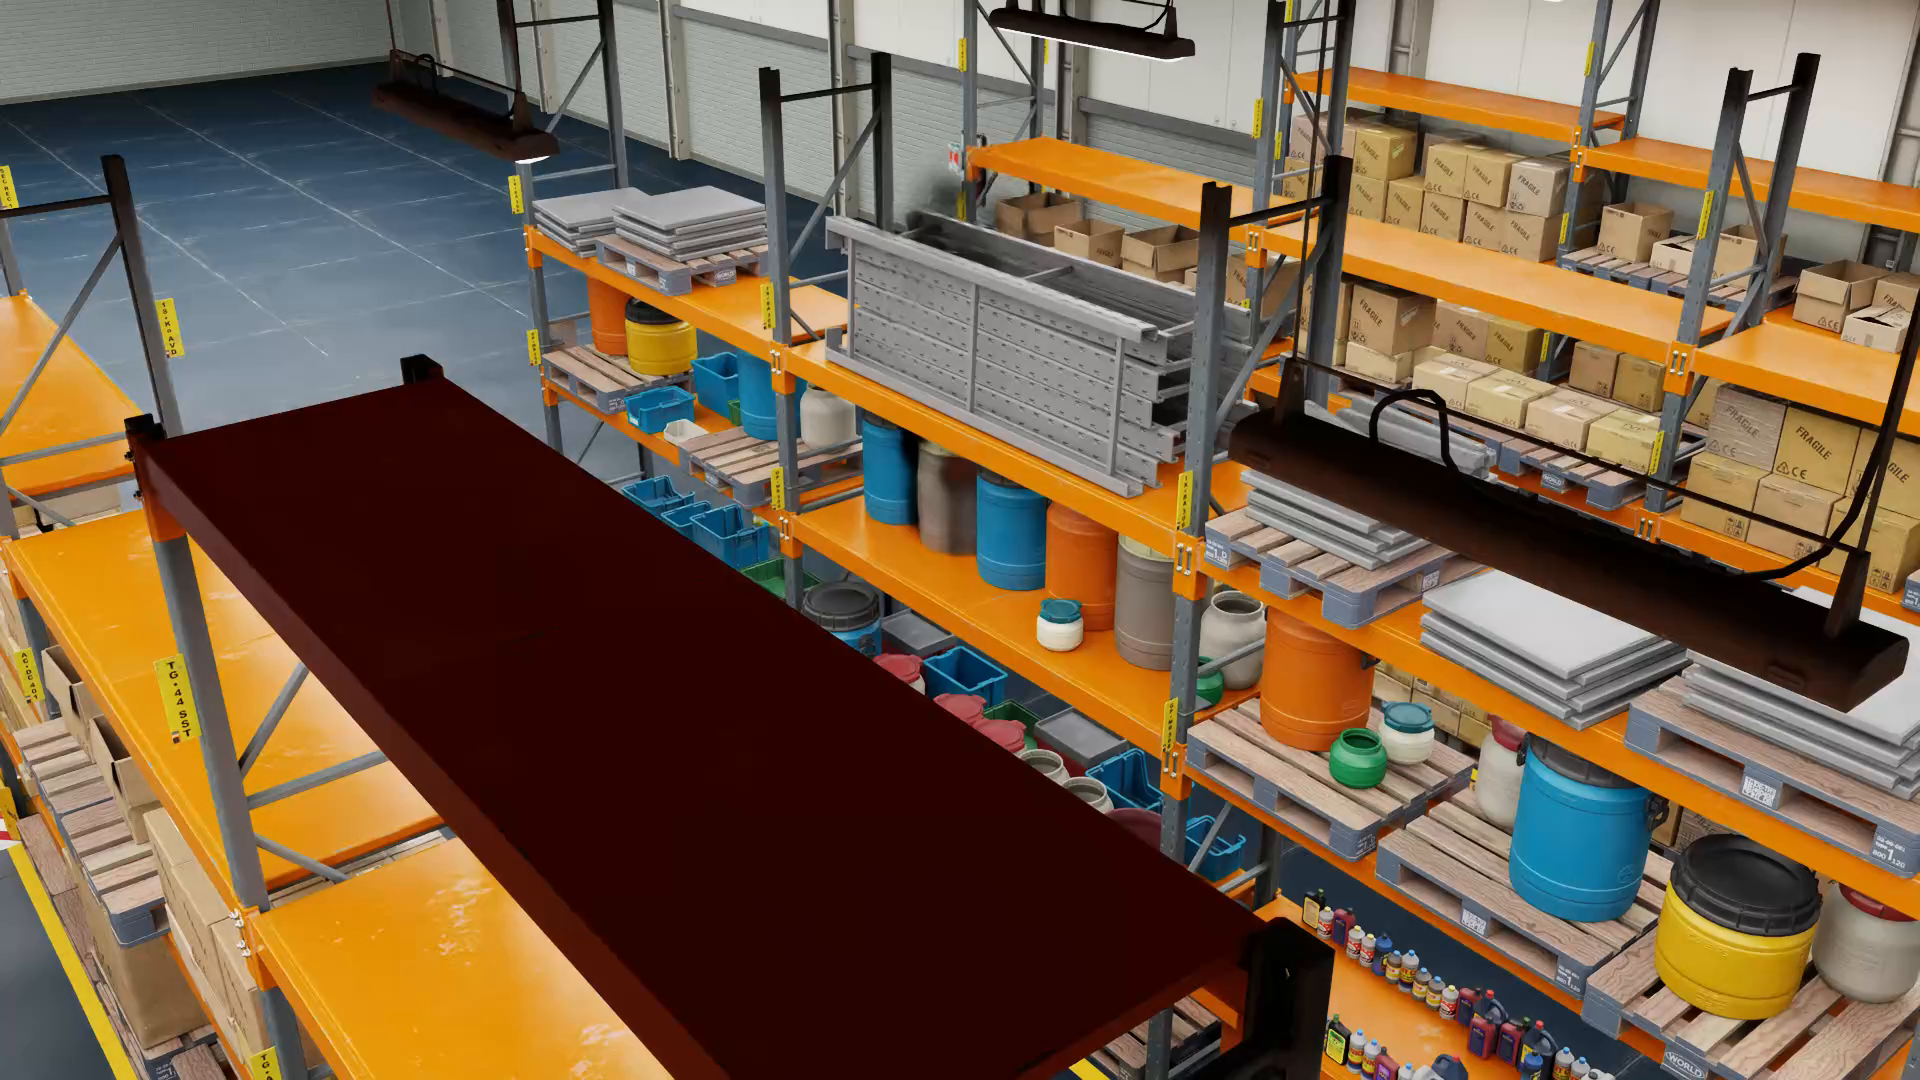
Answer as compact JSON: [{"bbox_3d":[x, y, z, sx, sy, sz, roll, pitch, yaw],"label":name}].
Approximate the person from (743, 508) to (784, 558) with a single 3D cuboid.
[{"bbox_3d":[-1.873,-0.200,16.697,0.721,1.784,0.912,-22,33,-38],"label":"person"}]
